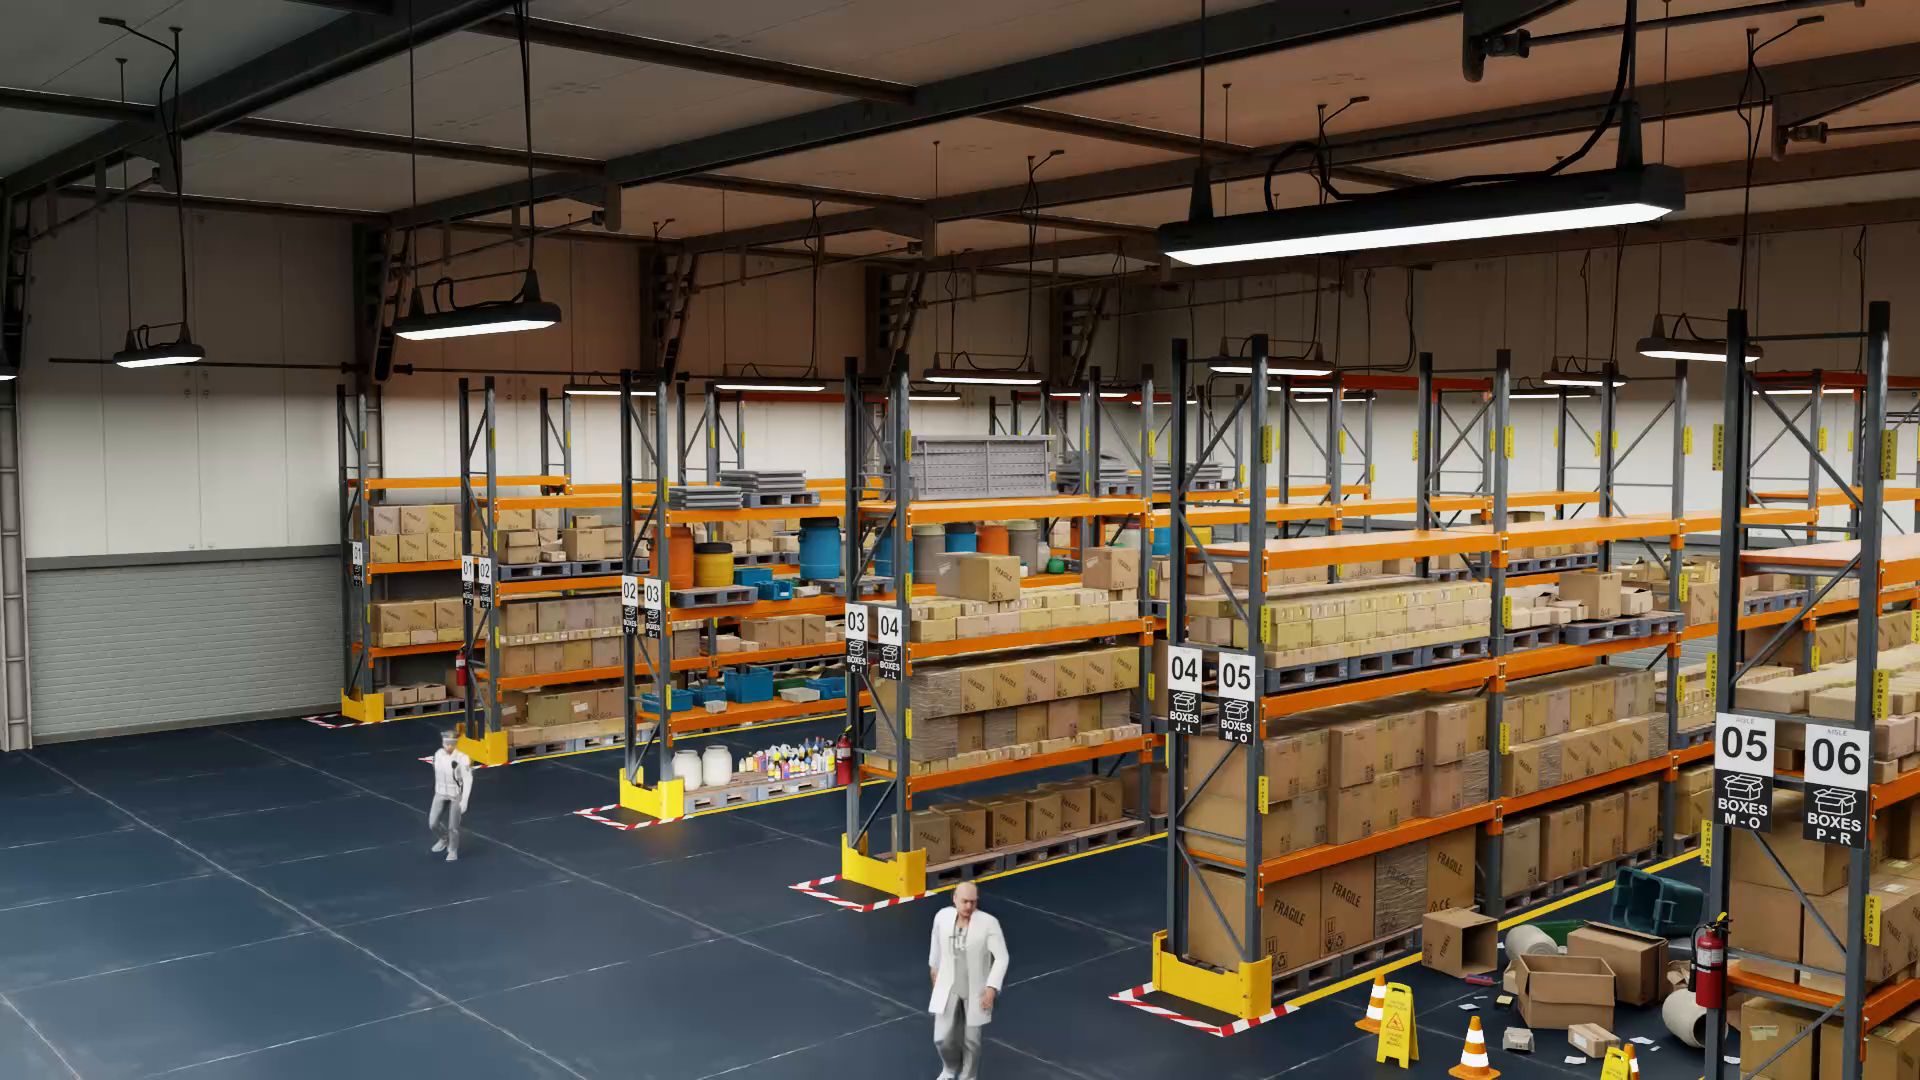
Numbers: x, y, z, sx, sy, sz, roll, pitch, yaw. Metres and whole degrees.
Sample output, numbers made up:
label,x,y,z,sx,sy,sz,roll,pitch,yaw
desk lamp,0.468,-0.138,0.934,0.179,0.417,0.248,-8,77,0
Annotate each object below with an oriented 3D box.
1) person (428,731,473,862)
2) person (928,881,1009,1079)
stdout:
label,x,y,z,sx,sy,sz,roll,pitch,yaw
person,-6.089,3.057,19.888,0.620,1.619,0.556,0,4,6
person,0.040,3.448,12.706,0.697,1.727,0.816,1,4,11
